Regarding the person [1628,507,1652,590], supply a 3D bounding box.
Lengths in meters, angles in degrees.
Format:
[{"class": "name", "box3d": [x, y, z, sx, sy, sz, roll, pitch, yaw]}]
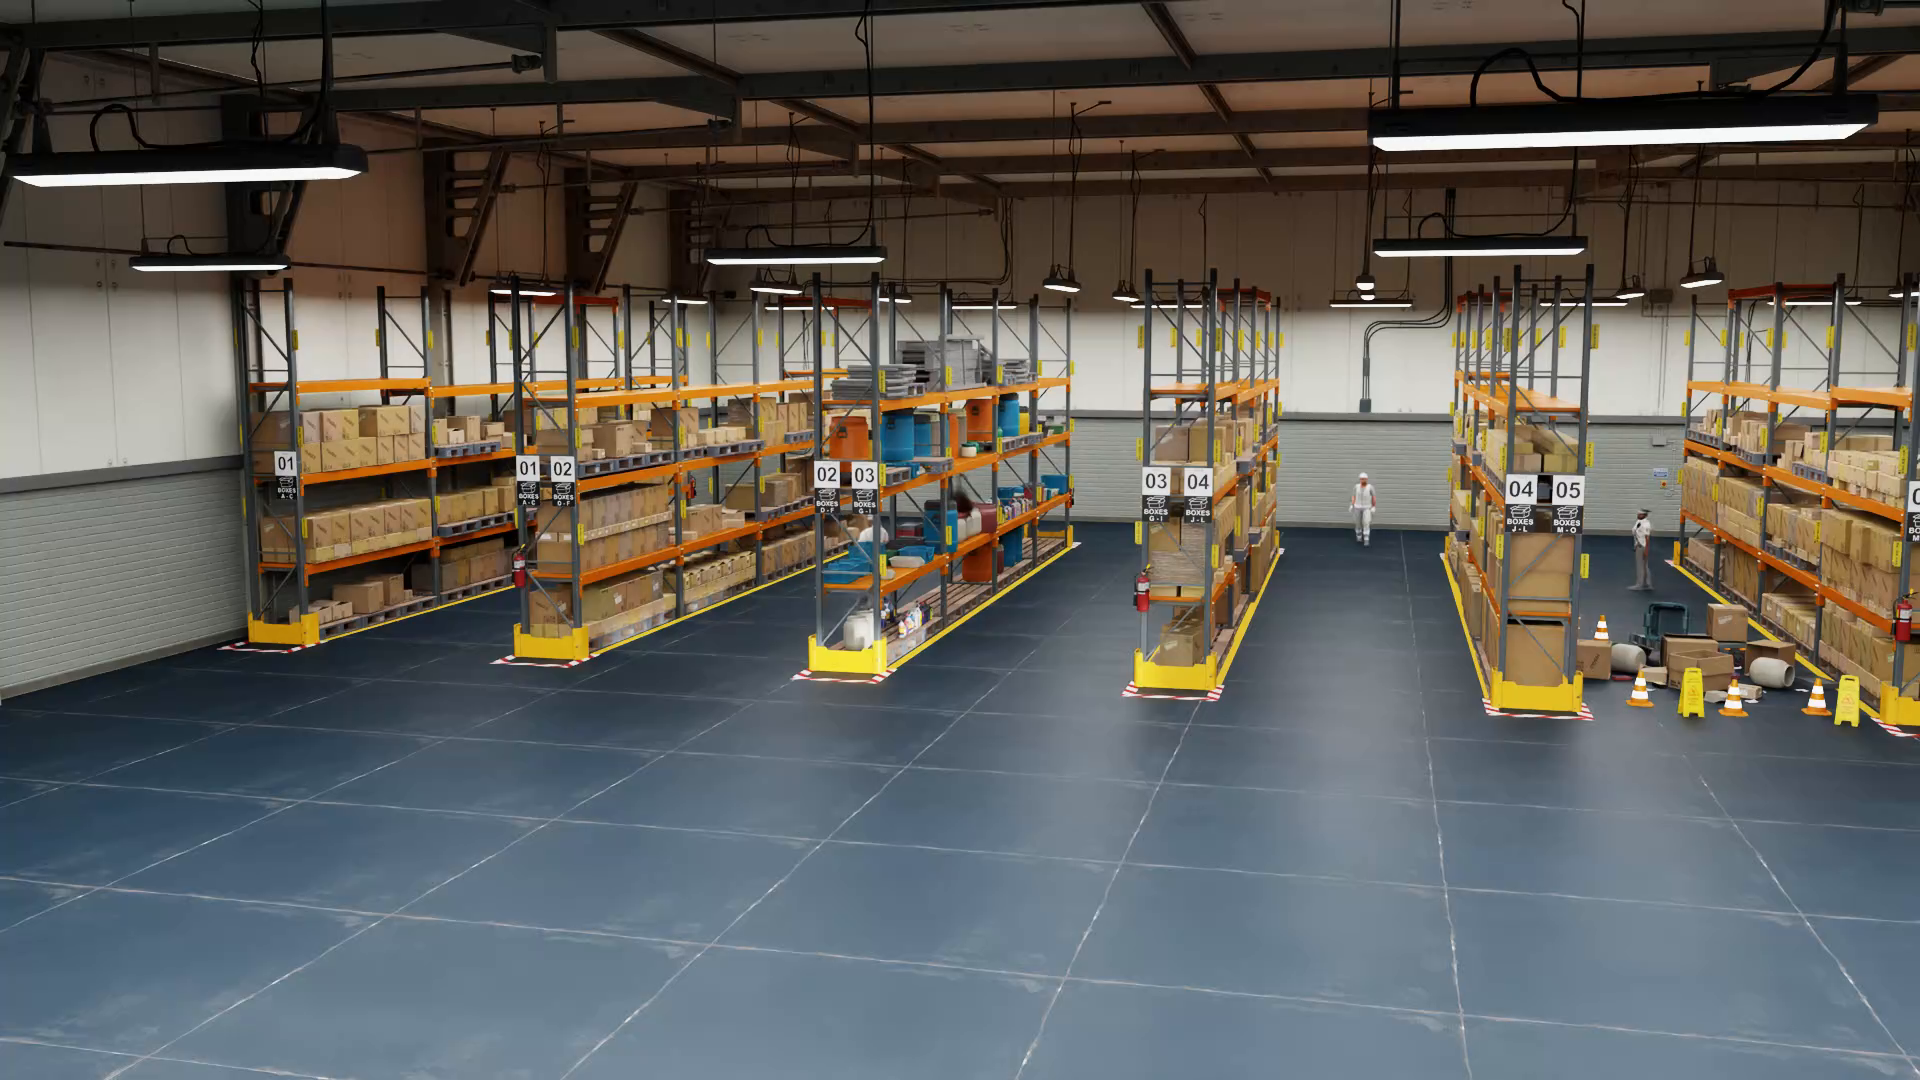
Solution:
[{"class": "person", "box3d": [13.740, 0.166, 33.495, 0.427, 1.684, 0.468, 4, 8, 28]}]

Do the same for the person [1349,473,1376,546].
[{"class": "person", "box3d": [9.873, -0.770, 40.787, 0.633, 1.742, 0.975, 1, 7, 12]}]

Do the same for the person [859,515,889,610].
[{"class": "person", "box3d": [-1.594, 0.388, 30.143, 0.666, 1.800, 0.347, -4, 8, -31]}]
